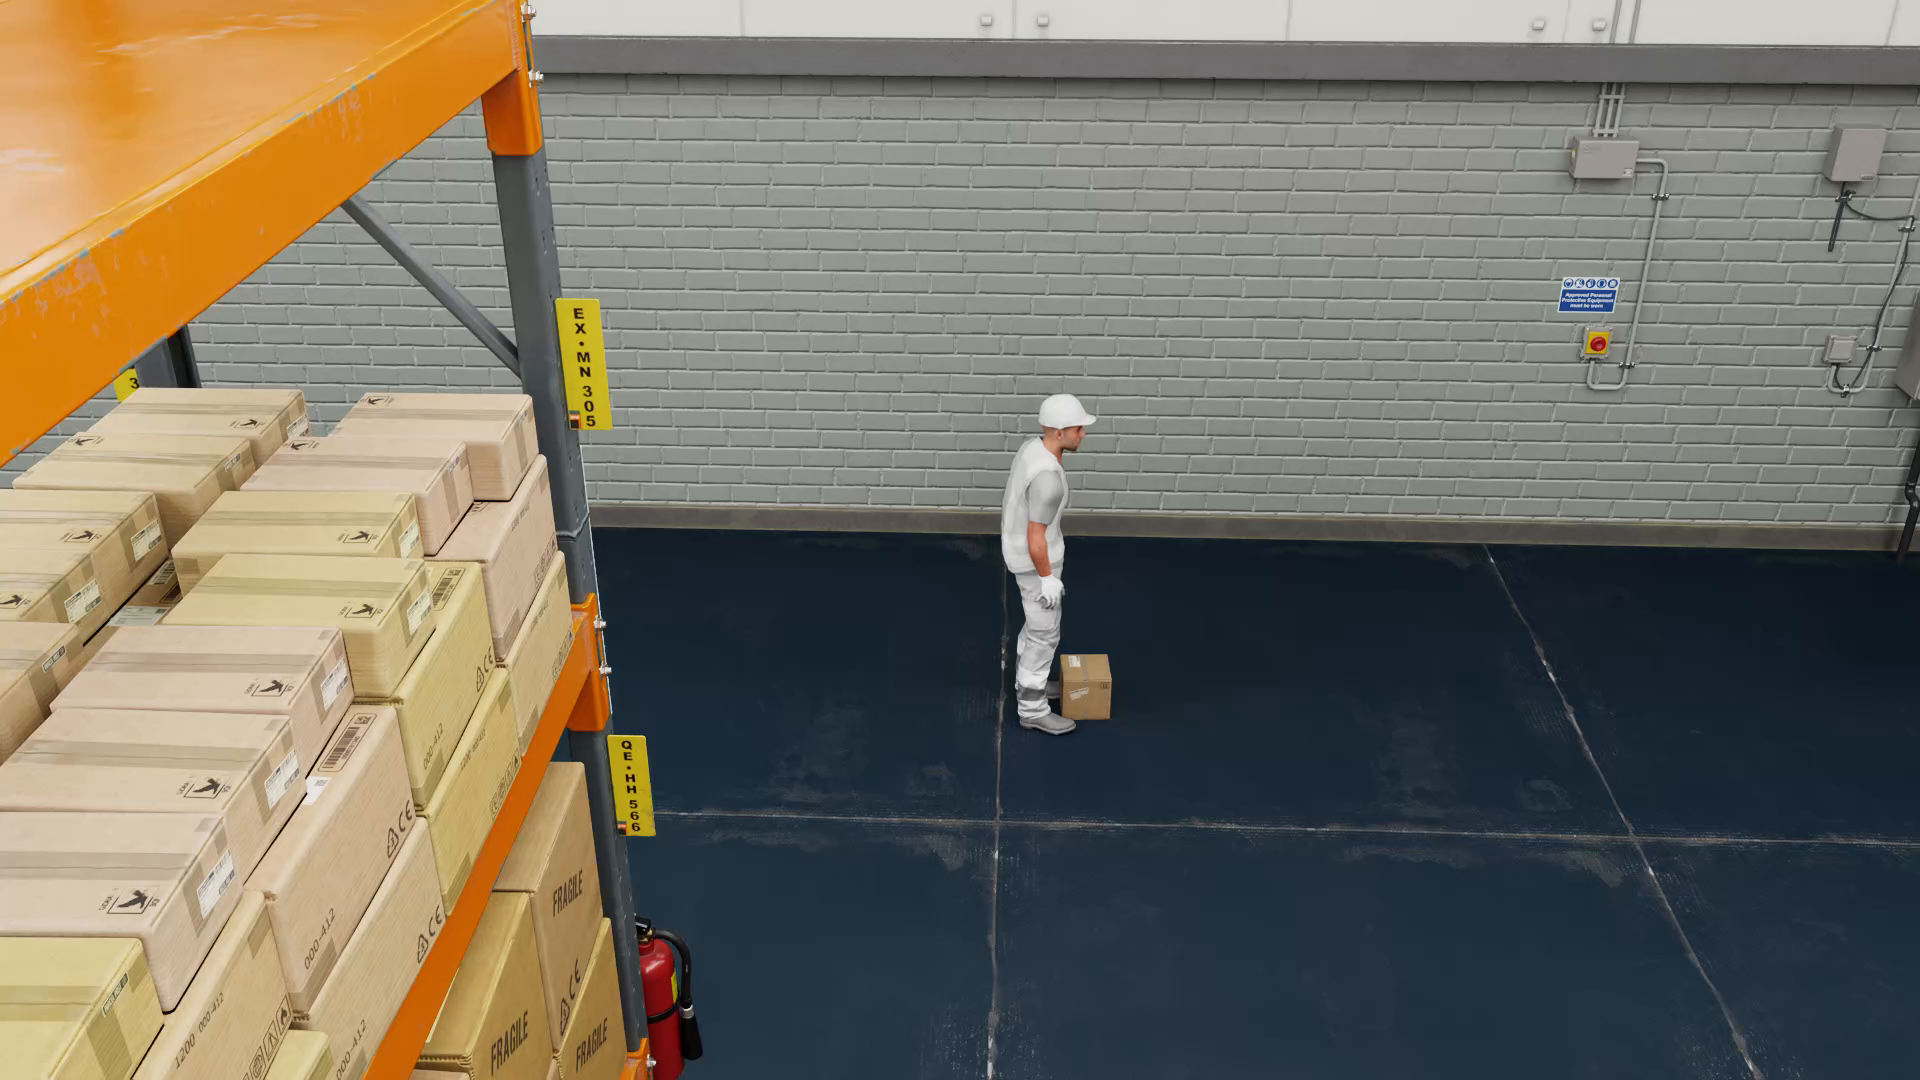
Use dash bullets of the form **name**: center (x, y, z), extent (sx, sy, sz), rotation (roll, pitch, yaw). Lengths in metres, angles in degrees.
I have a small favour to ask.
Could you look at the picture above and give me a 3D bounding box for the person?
- **person**: center (0.435, 0.100, 8.413), extent (0.455, 1.779, 0.610), rotation (1, 28, 1)
